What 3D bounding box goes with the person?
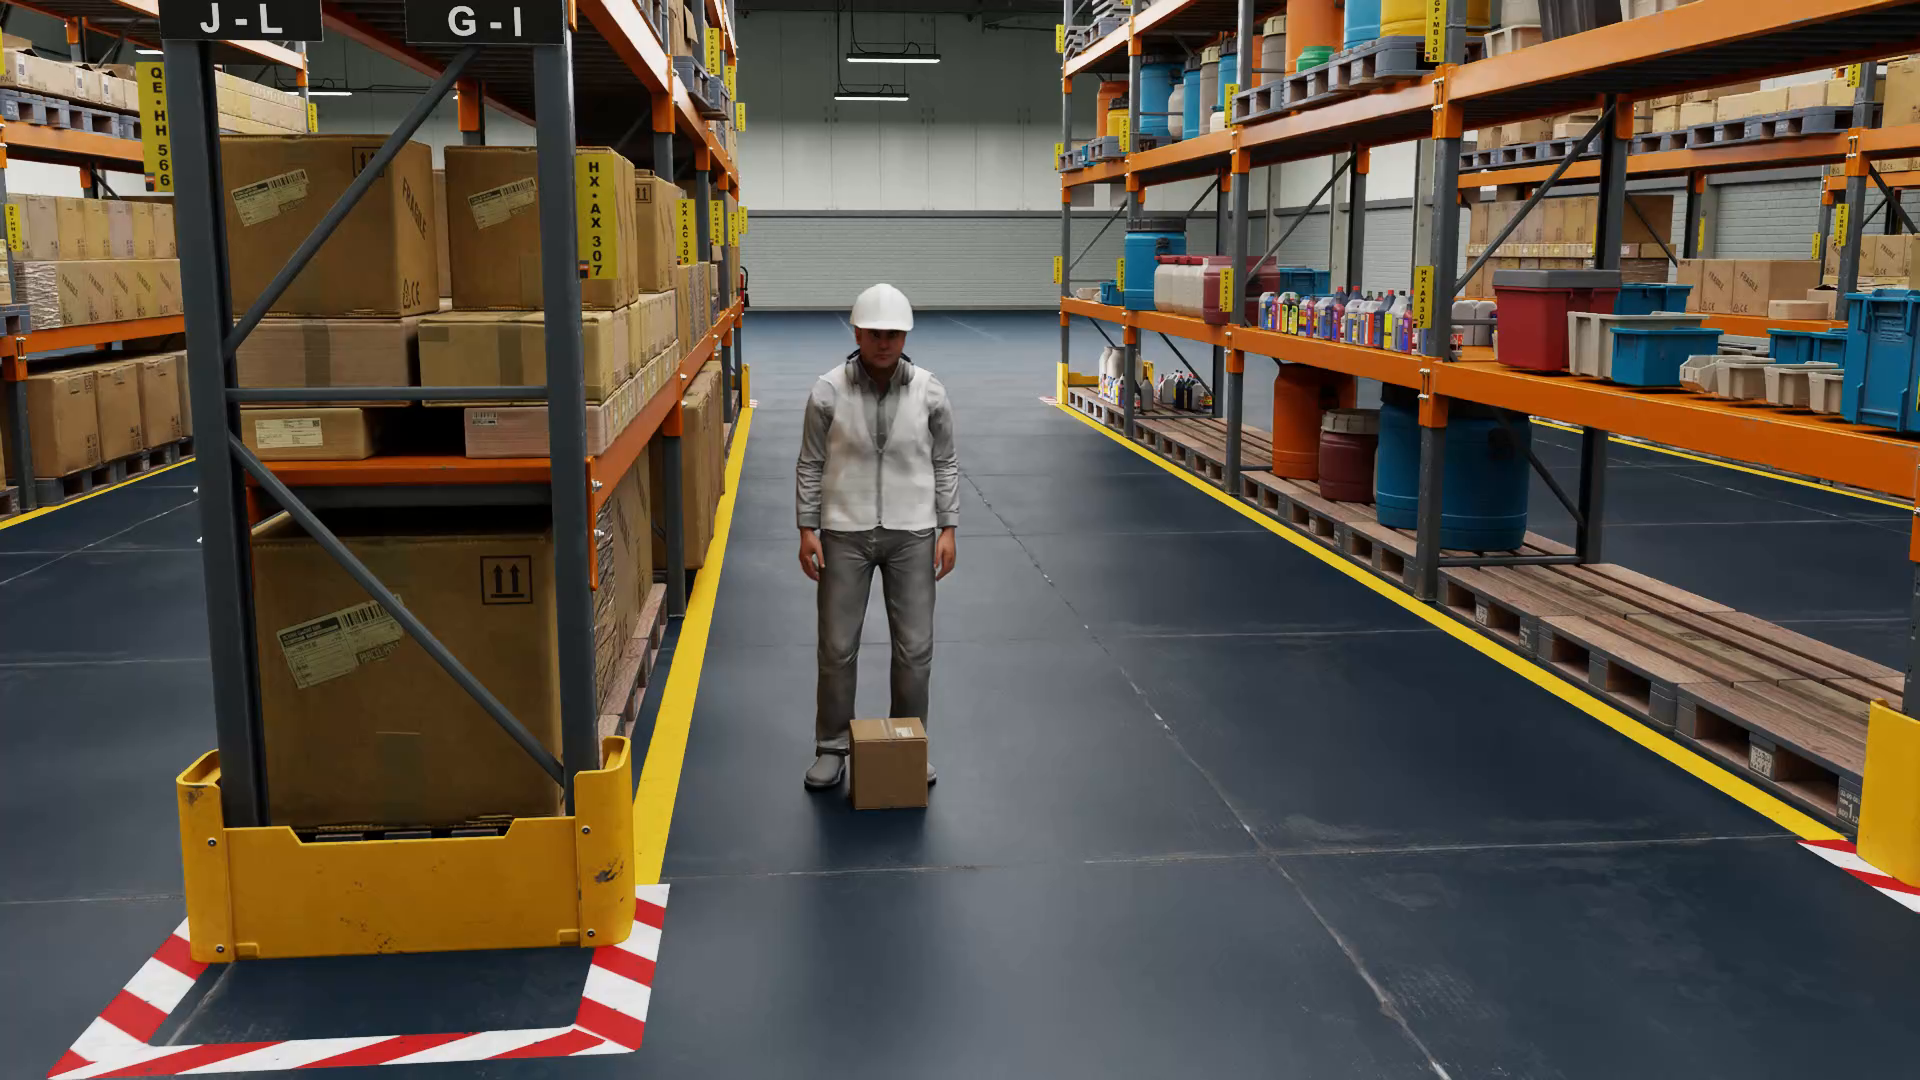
[{"bbox_3d":[-0.294,-0.015,5.921,0.580,1.767,0.461,-1,10,-8],"label":"person"}]
